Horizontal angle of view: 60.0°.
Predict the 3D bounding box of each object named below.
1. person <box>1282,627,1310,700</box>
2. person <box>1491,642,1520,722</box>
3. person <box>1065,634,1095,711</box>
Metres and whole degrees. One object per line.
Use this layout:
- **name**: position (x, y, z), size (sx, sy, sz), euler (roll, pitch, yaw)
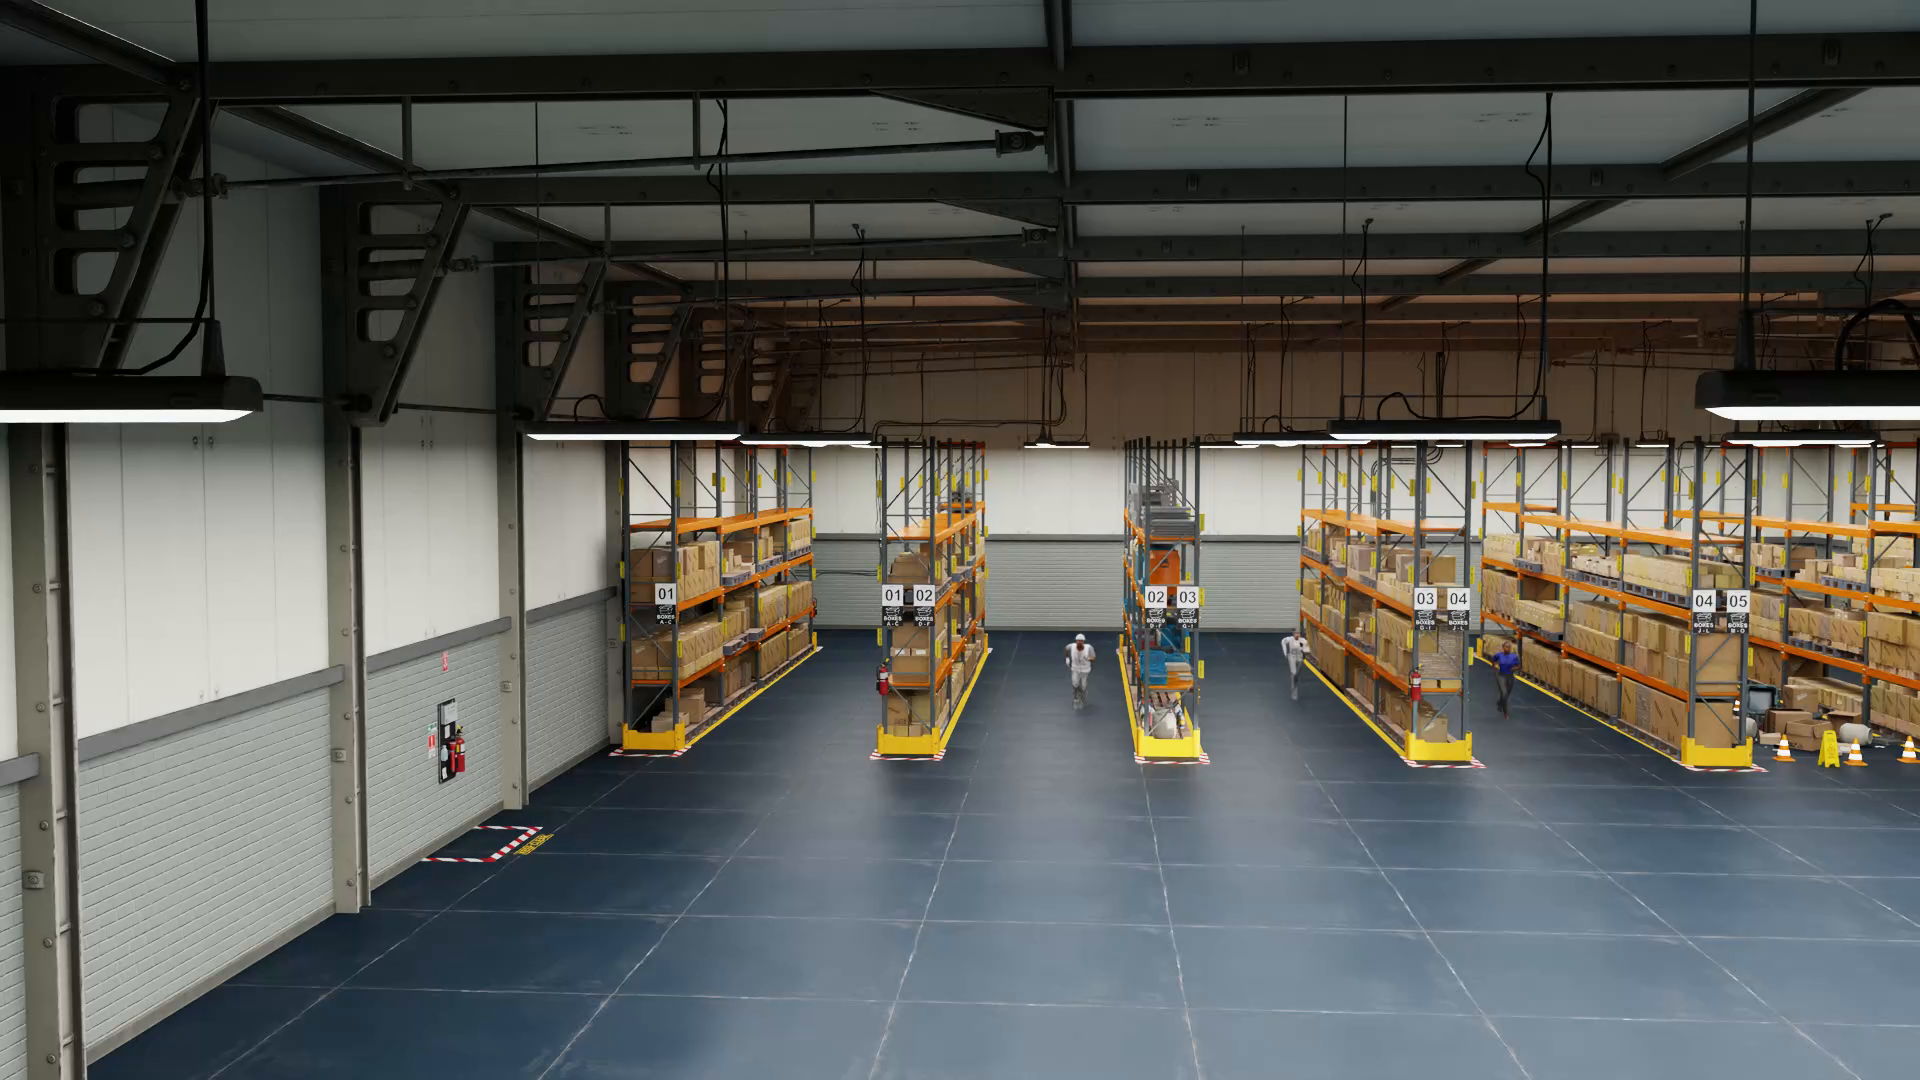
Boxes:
- **person**: position (7.799, 2.835, 38.653), size (0.605, 1.680, 0.908), euler (0, 3, 0)
- **person**: position (11.676, 3.015, 35.580), size (0.531, 1.708, 0.994), euler (0, 3, -3)
- **person**: position (2.633, 2.890, 36.481), size (0.666, 1.703, 0.908), euler (0, 3, 3)
